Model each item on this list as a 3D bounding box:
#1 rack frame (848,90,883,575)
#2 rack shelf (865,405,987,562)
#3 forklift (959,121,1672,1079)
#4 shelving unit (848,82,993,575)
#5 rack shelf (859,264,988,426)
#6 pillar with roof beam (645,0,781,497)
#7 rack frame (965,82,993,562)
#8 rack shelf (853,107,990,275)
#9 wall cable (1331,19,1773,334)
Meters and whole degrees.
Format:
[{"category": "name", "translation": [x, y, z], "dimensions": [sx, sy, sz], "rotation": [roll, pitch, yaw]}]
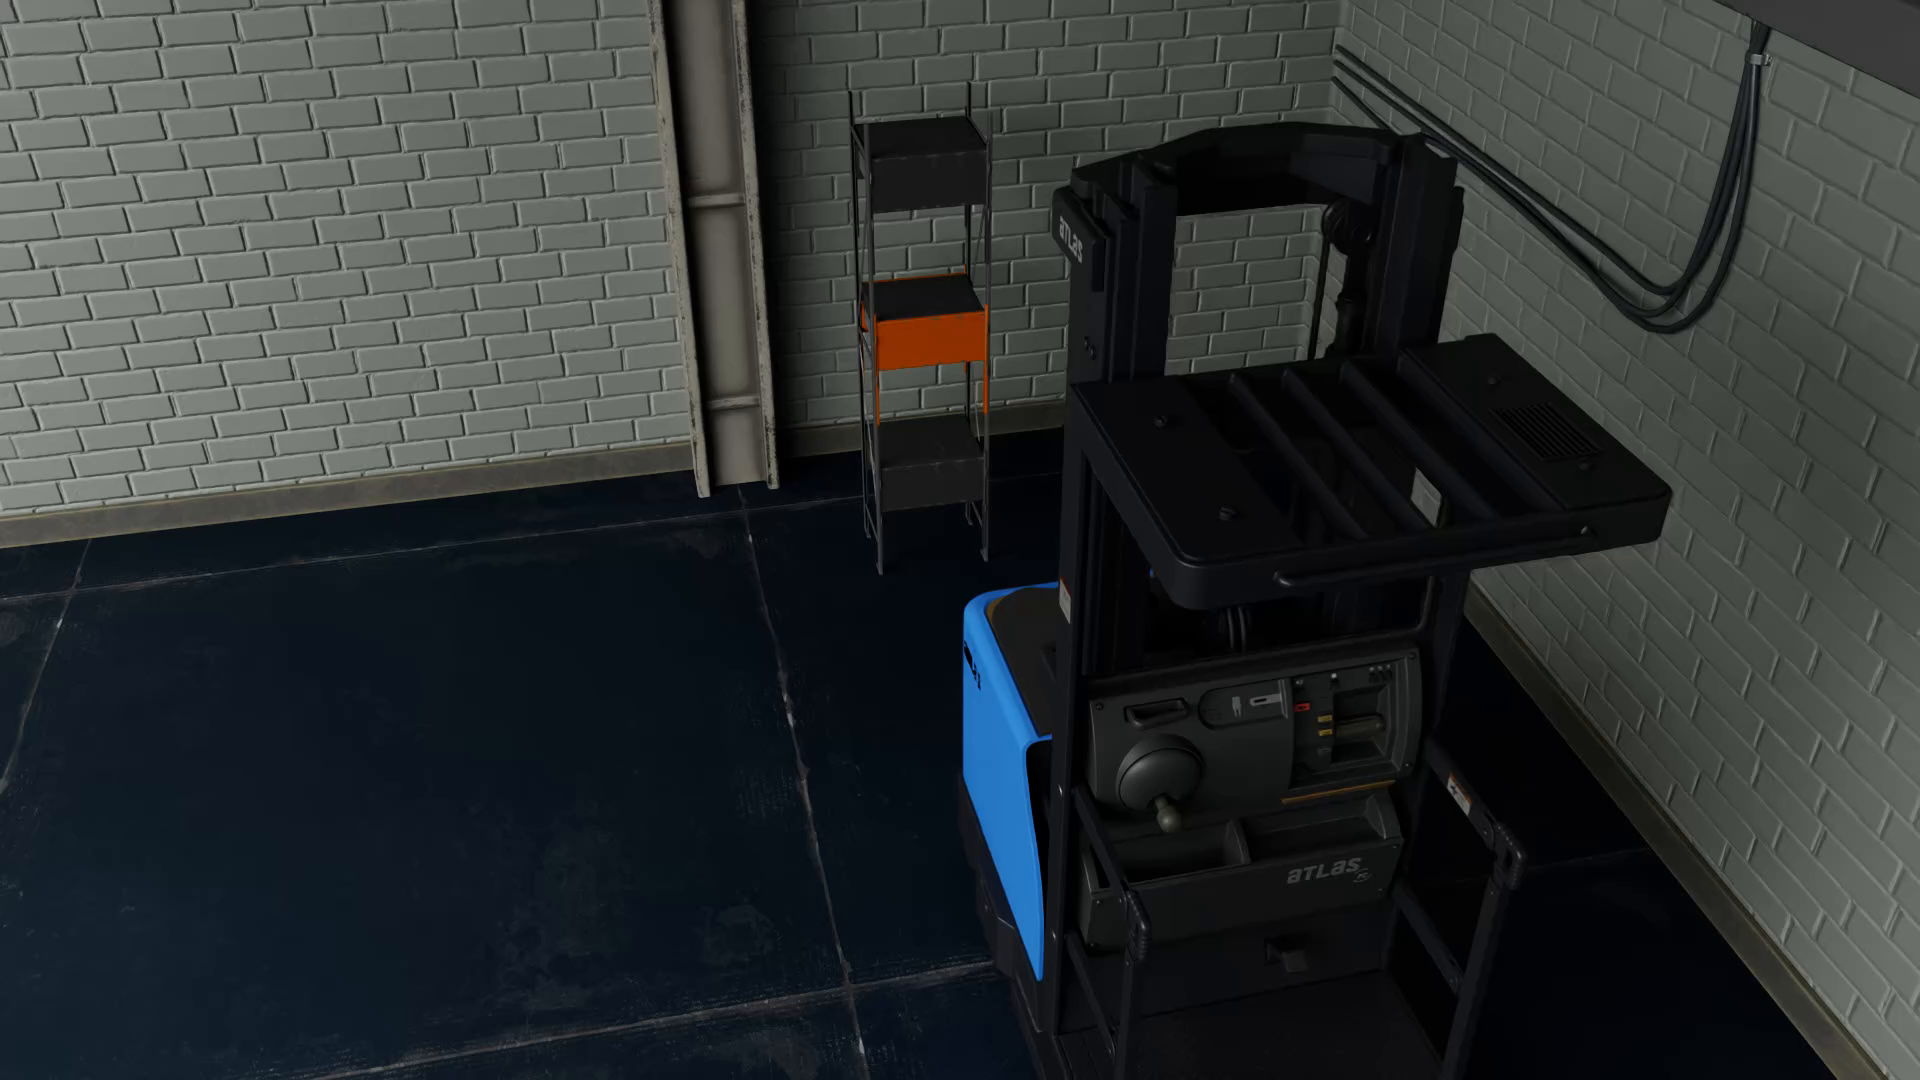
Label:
[{"category": "rack frame", "translation": [-0.399, -0.822, 7.090], "dimensions": [0.015, 2.100, 0.400], "rotation": [-7, 35, -11]}, {"category": "rack shelf", "translation": [-0.161, -0.259, 7.532], "dimensions": [0.480, 0.518, 0.431], "rotation": [-7, 35, -11]}, {"category": "forklift", "translation": [0.846, 0.586, 4.247], "dimensions": [1.130, 2.935, 3.031], "rotation": [-8, 35, -12]}, {"category": "shelving unit", "translation": [-0.161, -0.852, 7.135], "dimensions": [0.503, 2.100, 0.431], "rotation": [-7, 35, -11]}, {"category": "rack shelf", "translation": [-0.161, -0.840, 7.142], "dimensions": [0.480, 0.518, 0.431], "rotation": [-7, 35, -11]}, {"category": "pillar with roof beam", "translation": [-0.155, -1.710, 2.223], "dimensions": [0.400, 9.000, 9.100], "rotation": [-7, 35, -11]}, {"category": "rack frame", "translation": [0.077, -0.882, 7.179], "dimensions": [0.015, 2.100, 0.400], "rotation": [-7, 35, -11]}, {"category": "rack shelf", "translation": [-0.161, -1.421, 6.752], "dimensions": [0.480, 0.518, 0.431], "rotation": [-7, 35, -11]}, {"category": "wall cable", "translation": [2.061, -2.404, 6.043], "dimensions": [0.112, 2.526, 3.097], "rotation": [-7, 35, -11]}]
